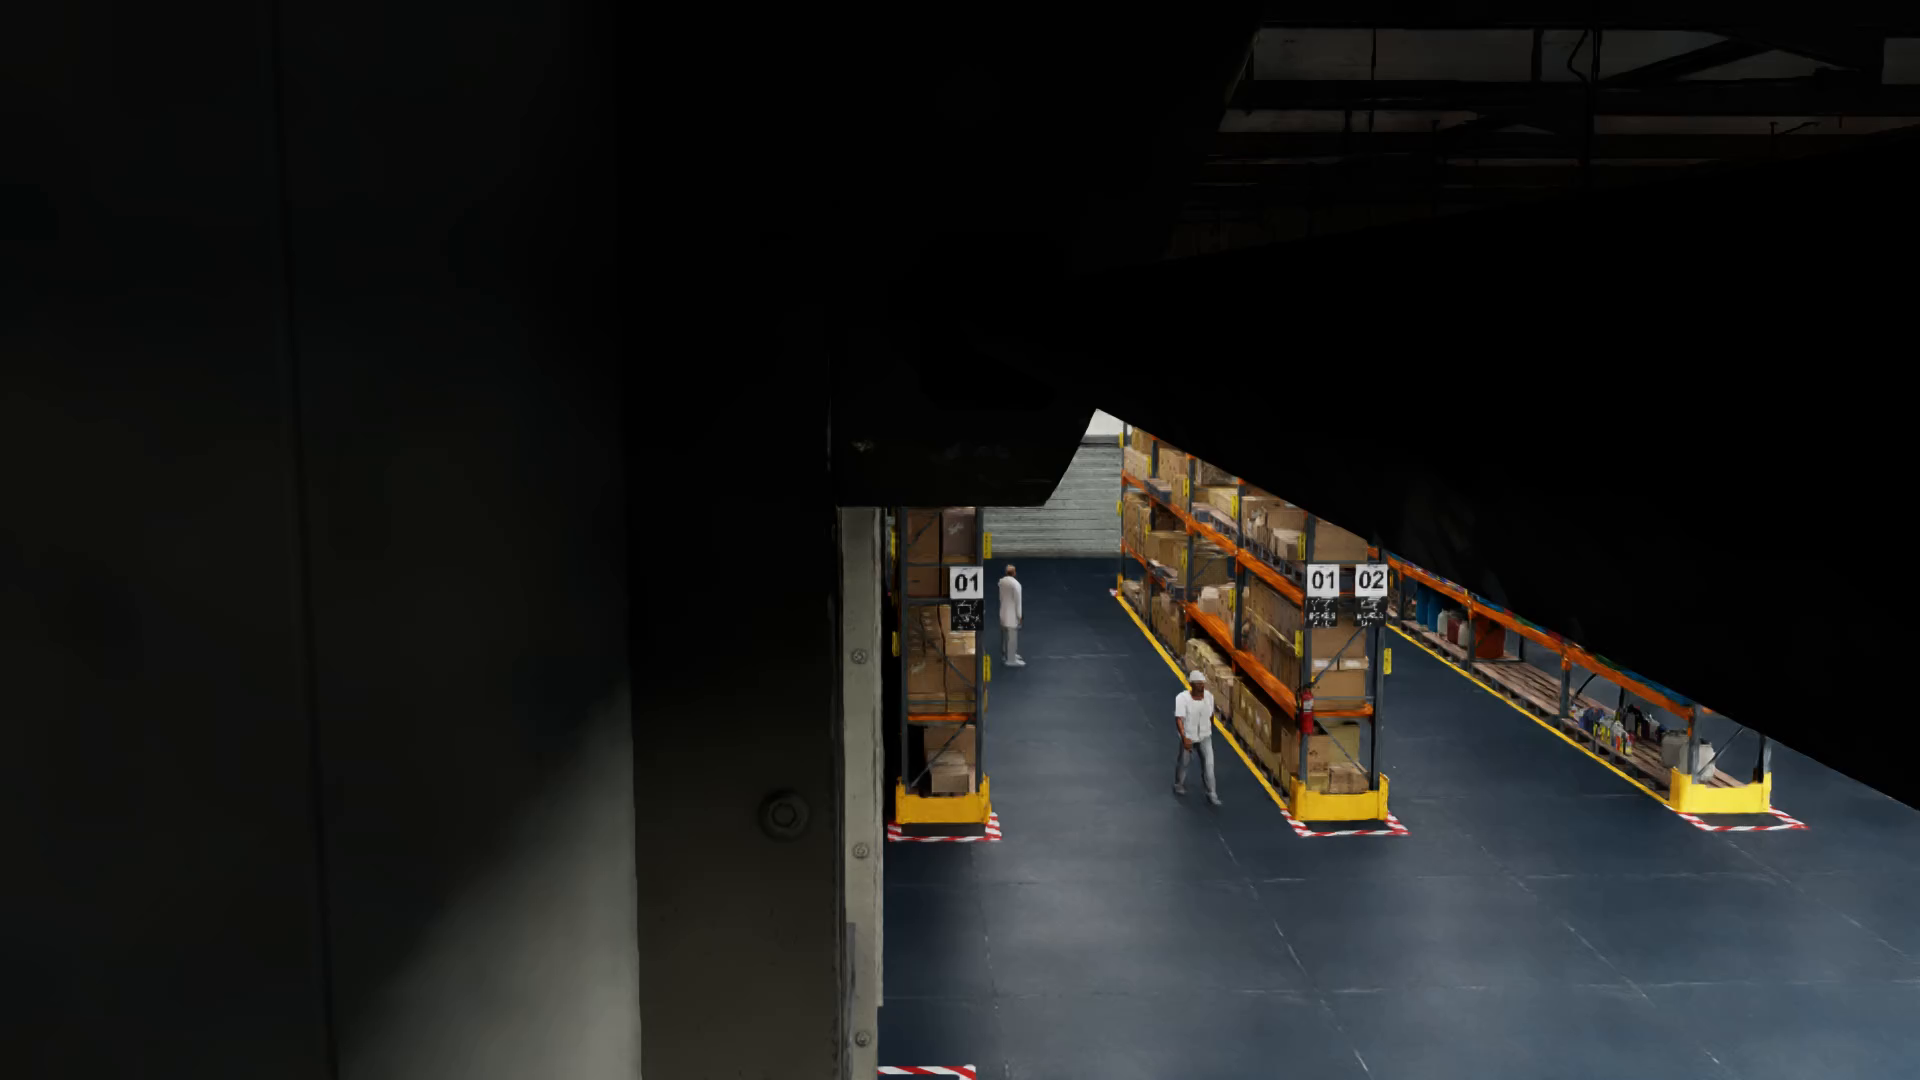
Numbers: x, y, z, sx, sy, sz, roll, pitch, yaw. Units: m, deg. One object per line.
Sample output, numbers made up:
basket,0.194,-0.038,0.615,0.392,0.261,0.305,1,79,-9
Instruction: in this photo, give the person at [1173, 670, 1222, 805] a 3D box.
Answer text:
person,3.006,2.501,21.270,0.569,1.709,1.035,-2,8,-11

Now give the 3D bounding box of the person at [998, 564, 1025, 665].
person,0.941,1.301,29.456,0.505,1.788,0.640,-5,9,-32
